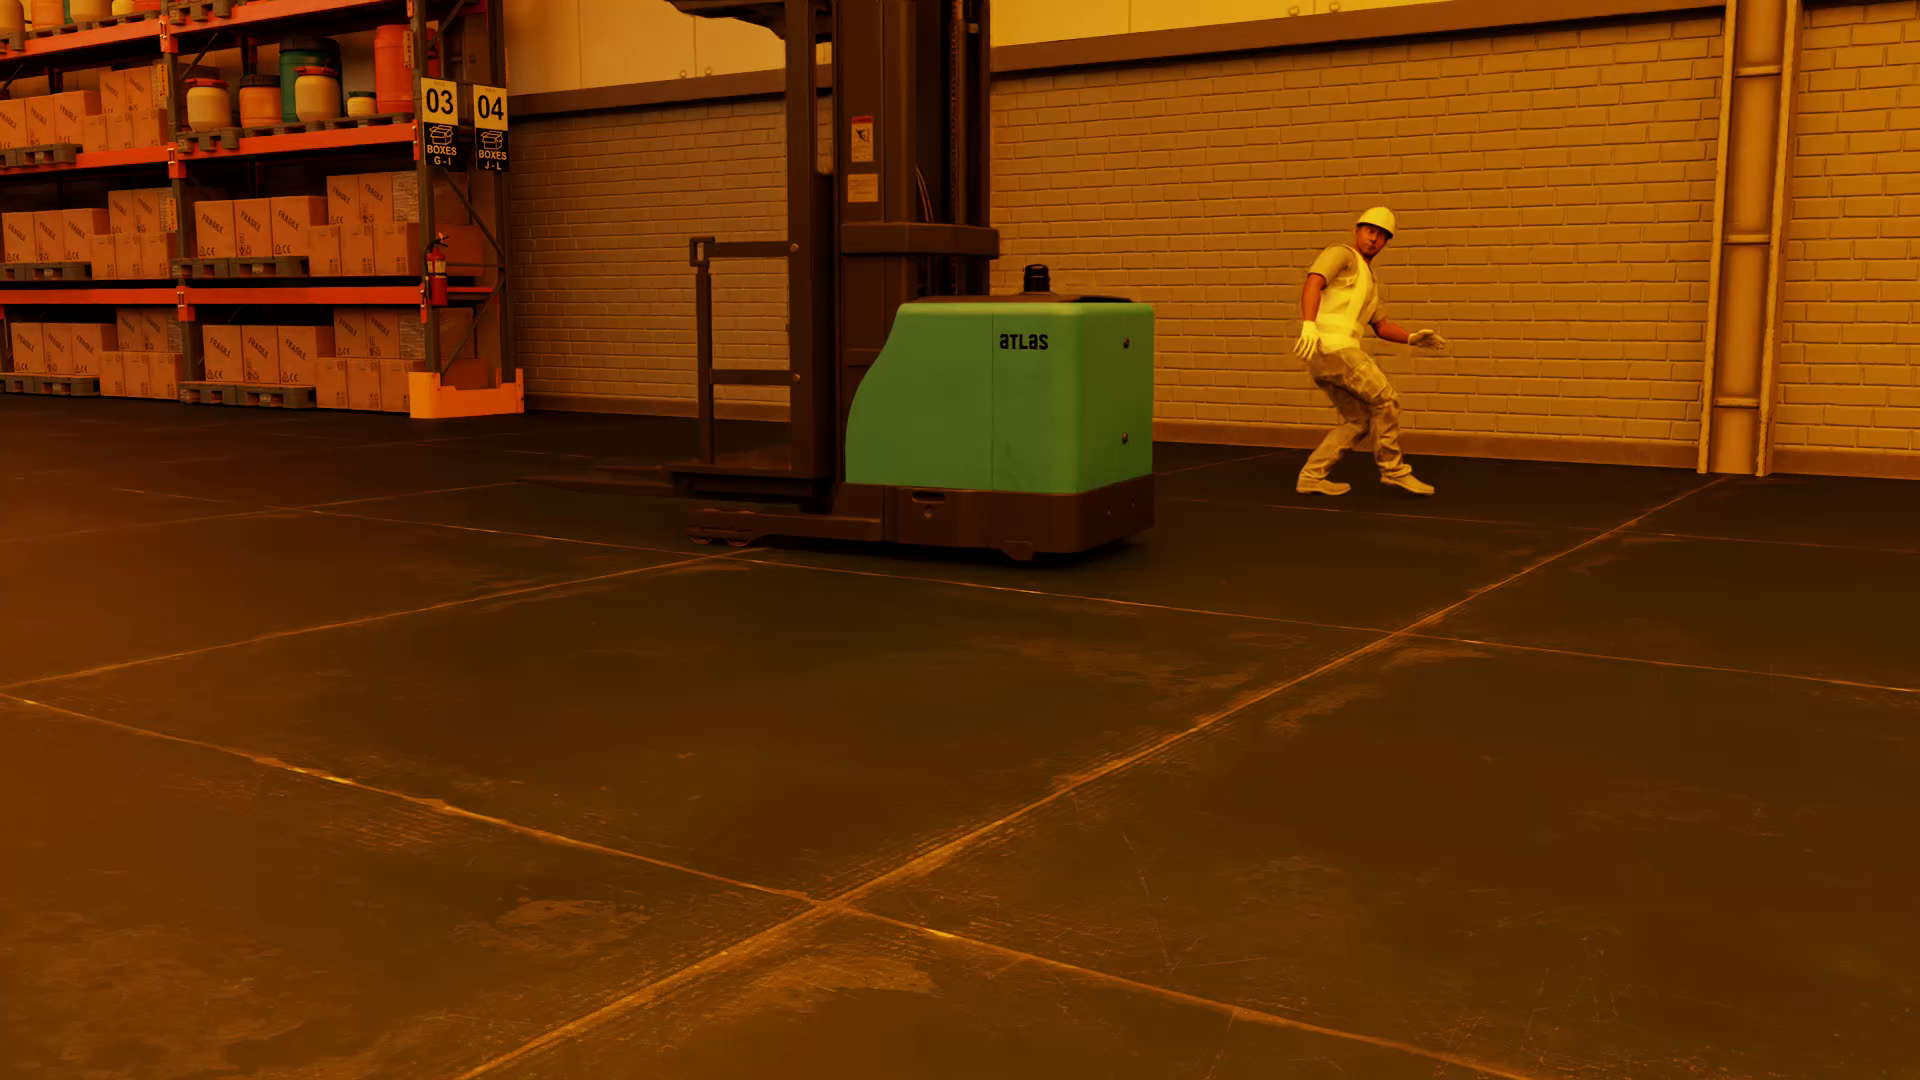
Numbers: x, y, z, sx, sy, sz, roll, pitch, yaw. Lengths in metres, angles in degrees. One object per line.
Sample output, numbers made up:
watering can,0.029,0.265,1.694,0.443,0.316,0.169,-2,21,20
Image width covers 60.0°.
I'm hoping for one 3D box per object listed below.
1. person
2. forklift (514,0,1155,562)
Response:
person,2.265,-1.032,9.193,0.823,1.607,0.800,2,8,12
forklift,-0.675,-1.480,7.599,3.031,2.935,1.130,4,9,26
